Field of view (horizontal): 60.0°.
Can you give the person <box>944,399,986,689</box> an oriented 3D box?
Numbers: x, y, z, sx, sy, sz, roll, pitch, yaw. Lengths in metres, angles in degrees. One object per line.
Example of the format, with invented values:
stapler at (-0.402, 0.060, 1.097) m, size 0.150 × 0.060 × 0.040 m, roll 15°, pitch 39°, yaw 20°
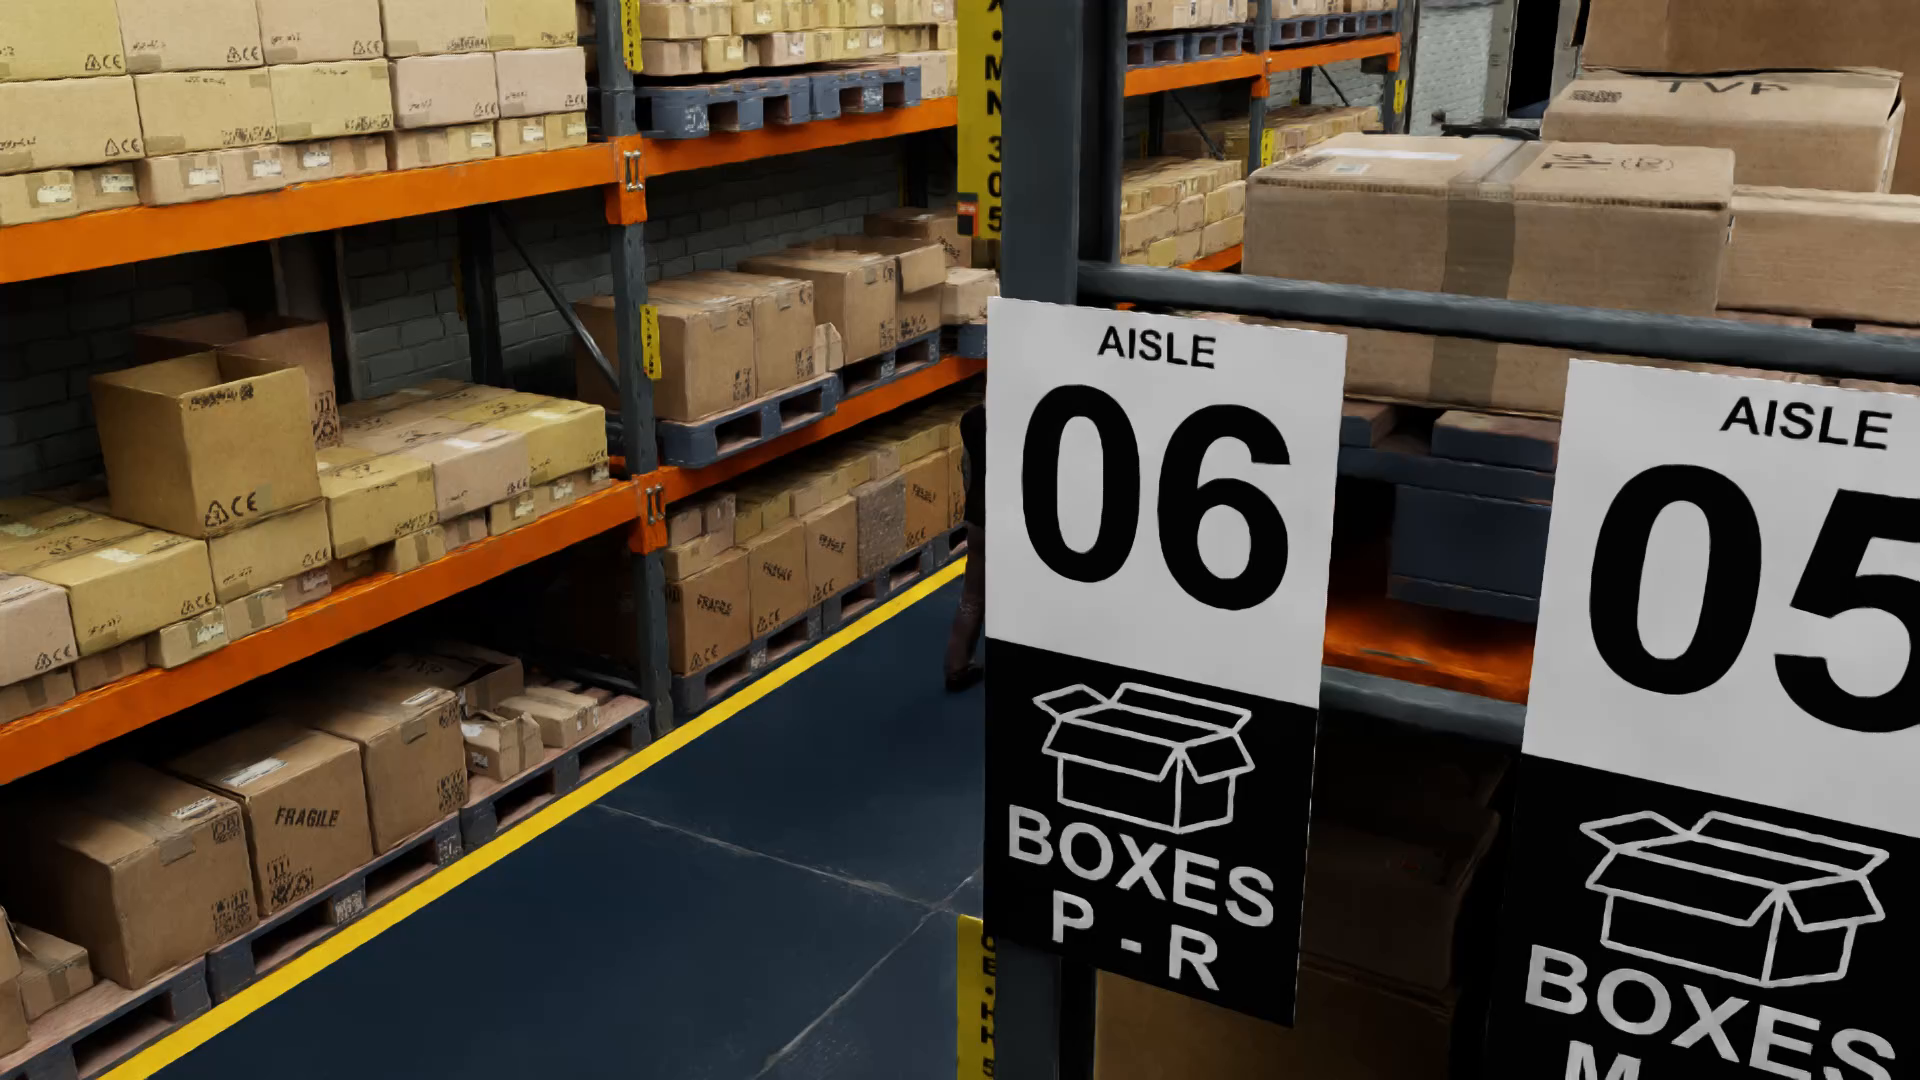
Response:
person at (0.277, -0.051, 8.202) m, size 0.626 × 1.706 × 0.714 m, roll -11°, pitch 22°, yaw -29°
